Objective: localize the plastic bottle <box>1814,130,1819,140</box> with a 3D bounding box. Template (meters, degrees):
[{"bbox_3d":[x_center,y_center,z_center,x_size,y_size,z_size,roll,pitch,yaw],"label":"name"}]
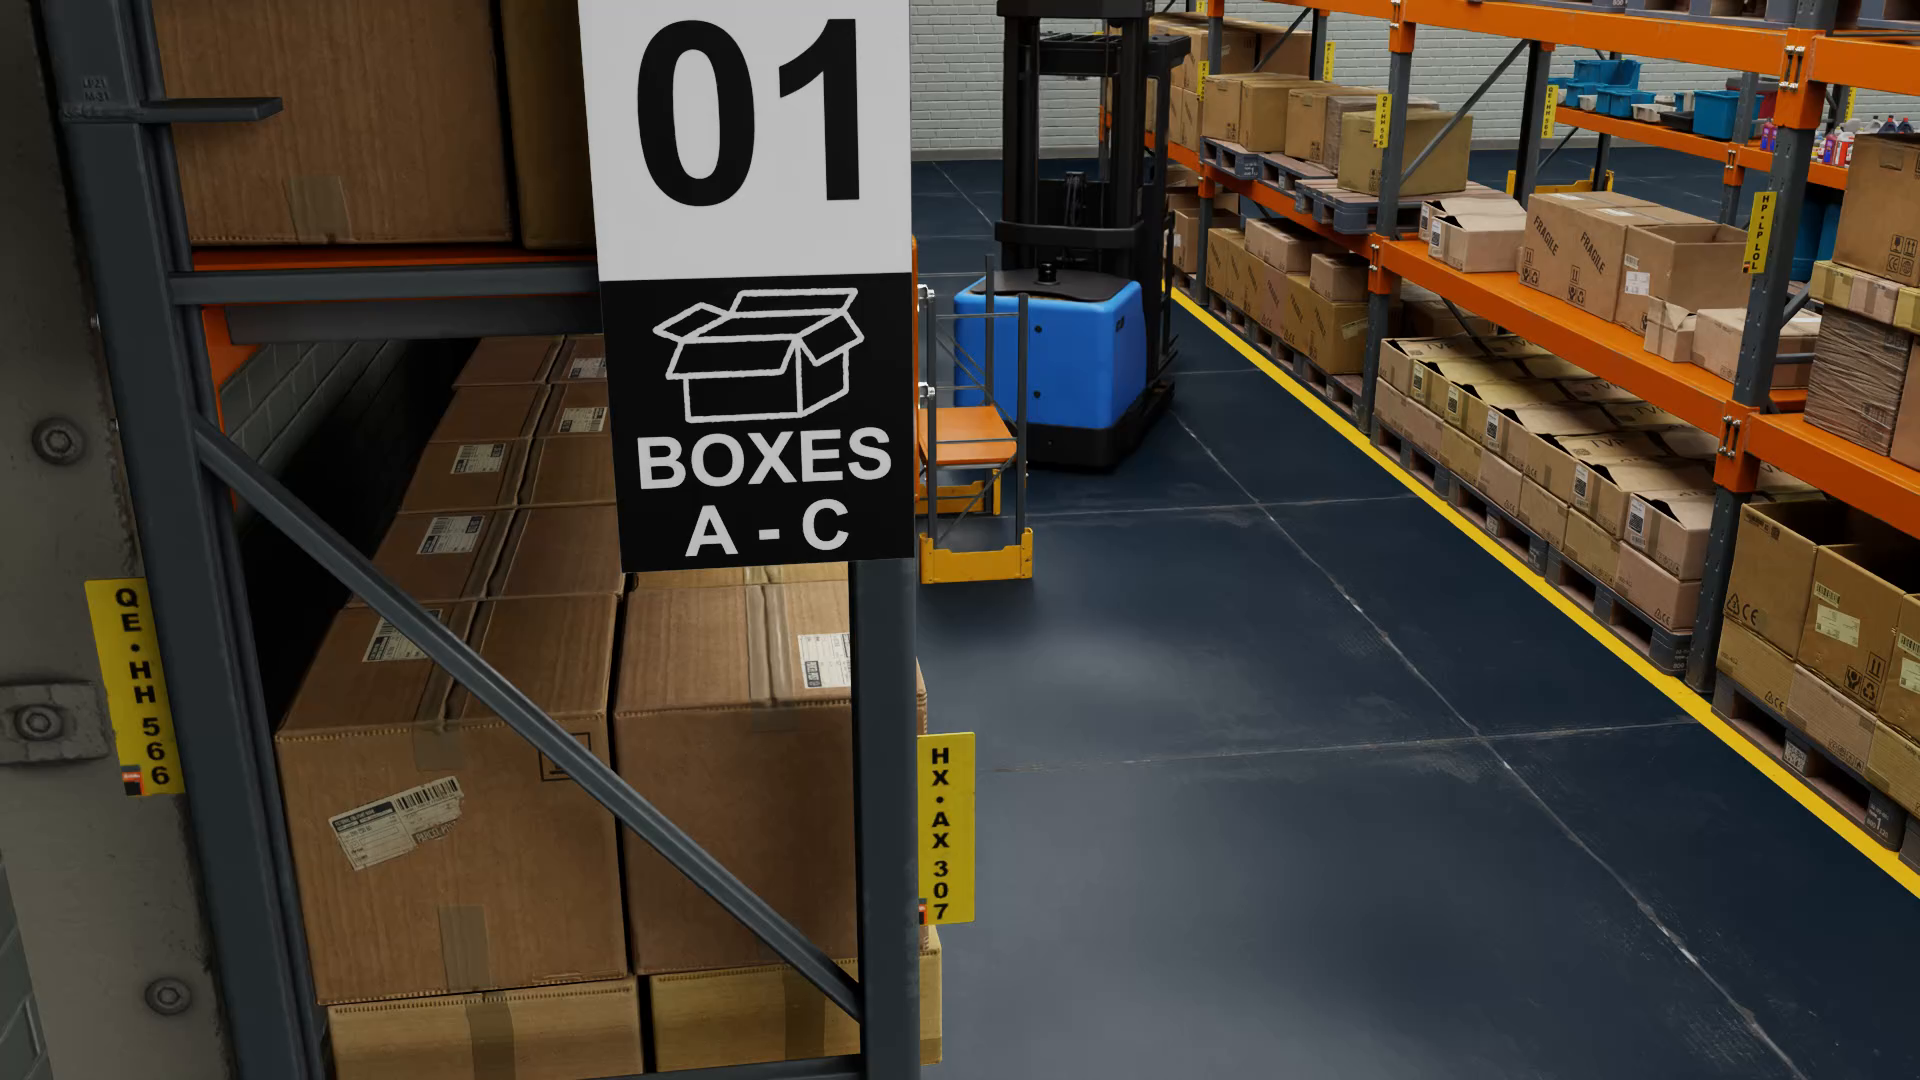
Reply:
[{"bbox_3d":[7.241,-3.373,14.145,0.097,0.271,0.097,0,20,0],"label":"plastic bottle"}]

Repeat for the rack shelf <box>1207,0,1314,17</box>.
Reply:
[{"bbox_3d":[2.319,-5.294,15.843,1.077,0.370,4.000,-3,21,-8],"label":"rack shelf"}]

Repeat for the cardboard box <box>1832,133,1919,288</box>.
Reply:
[{"bbox_3d":[3.831,-1.264,6.317,0.700,0.500,0.500,-3,21,-7],"label":"cardboard box"}]

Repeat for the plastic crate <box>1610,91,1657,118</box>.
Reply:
[{"bbox_3d":[6.876,-4.454,17.008,0.416,0.233,0.300,-3,21,-8],"label":"plastic crate"}]

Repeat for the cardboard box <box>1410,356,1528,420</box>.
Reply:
[{"bbox_3d":[3.053,-0.942,9.979,0.500,0.311,0.500,-3,21,-9],"label":"cardboard box"}]

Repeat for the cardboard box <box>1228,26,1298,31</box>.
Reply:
[{"bbox_3d":[2.743,-4.404,15.149,0.500,0.500,0.500,-4,21,-9],"label":"cardboard box"}]

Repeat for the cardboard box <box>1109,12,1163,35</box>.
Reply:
[{"bbox_3d":[1.834,-5.266,17.457,0.500,0.500,0.500,-2,21,-6],"label":"cardboard box"}]

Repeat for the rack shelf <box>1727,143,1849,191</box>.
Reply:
[{"bbox_3d":[7.798,-2.752,13.325,1.077,0.370,4.000,-3,21,-8],"label":"rack shelf"}]

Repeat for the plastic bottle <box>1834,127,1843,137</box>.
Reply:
[{"bbox_3d":[7.765,-3.555,14.733,0.097,0.201,0.097,0,20,0],"label":"plastic bottle"}]

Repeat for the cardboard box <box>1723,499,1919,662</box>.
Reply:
[{"bbox_3d":[3.517,0.153,6.776,0.500,0.500,0.500,-3,21,-8],"label":"cardboard box"}]

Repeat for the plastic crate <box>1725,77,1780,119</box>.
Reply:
[{"bbox_3d":[7.629,-4.161,15.893,0.402,0.464,0.583,-3,21,-8],"label":"plastic crate"}]

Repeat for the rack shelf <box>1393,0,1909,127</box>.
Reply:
[{"bbox_3d":[3.472,-2.524,8.427,1.077,0.370,4.000,-3,21,-8],"label":"rack shelf"}]

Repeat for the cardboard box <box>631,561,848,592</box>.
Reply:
[{"bbox_3d":[-0.397,0.231,3.426,0.500,0.500,0.500,-3,21,-8],"label":"cardboard box"}]

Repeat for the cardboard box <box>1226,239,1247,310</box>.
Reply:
[{"bbox_3d":[2.524,-2.204,13.774,0.500,0.500,0.500,-3,21,-7],"label":"cardboard box"}]

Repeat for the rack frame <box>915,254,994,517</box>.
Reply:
[{"bbox_3d":[-0.061,-0.849,9.346,0.500,1.500,0.032,-3,21,-8],"label":"rack frame"}]

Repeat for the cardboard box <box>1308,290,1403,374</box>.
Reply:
[{"bbox_3d":[2.817,-1.495,11.876,0.500,0.500,0.500,-2,21,-6],"label":"cardboard box"}]

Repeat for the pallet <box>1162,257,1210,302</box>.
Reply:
[{"bbox_3d":[2.509,-2.464,15.513,1.003,0.211,1.213,-3,21,-8],"label":"pallet"}]

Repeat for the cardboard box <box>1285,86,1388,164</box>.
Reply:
[{"bbox_3d":[2.923,-3.168,12.668,0.700,0.500,0.500,-8,22,-21],"label":"cardboard box"}]

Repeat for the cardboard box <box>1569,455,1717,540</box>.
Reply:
[{"bbox_3d":[3.337,-0.240,8.100,0.500,0.311,0.500,-2,21,-6],"label":"cardboard box"}]

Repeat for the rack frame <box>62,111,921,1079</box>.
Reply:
[{"bbox_3d":[-0.564,0.873,2.592,1.000,3.000,0.127,-3,21,-8],"label":"rack frame"}]

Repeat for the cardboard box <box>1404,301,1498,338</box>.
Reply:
[{"bbox_3d":[3.401,-1.355,11.501,0.500,0.500,0.500,-2,21,-5],"label":"cardboard box"}]

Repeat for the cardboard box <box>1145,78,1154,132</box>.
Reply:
[{"bbox_3d":[2.053,-4.272,16.225,0.500,0.500,0.500,-3,21,-7],"label":"cardboard box"}]

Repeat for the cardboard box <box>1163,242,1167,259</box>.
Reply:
[{"bbox_3d":[2.131,-2.713,15.639,0.380,0.149,0.250,-3,21,-8],"label":"cardboard box"}]

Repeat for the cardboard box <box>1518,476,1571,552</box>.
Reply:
[{"bbox_3d":[3.268,-0.153,8.668,0.500,0.250,0.500,-2,21,-7],"label":"cardboard box"}]

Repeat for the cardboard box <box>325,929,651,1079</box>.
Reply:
[{"bbox_3d":[-0.824,0.782,3.022,0.500,0.250,0.500,-3,21,-7],"label":"cardboard box"}]

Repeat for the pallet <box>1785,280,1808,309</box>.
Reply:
[{"bbox_3d":[7.579,-2.206,14.821,1.003,0.211,1.213,-3,21,-8],"label":"pallet"}]

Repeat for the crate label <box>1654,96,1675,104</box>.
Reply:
[{"bbox_3d":[7.321,-4.601,17.540,0.396,0.136,0.243,-3,21,-8],"label":"crate label"}]

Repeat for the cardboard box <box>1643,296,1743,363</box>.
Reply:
[{"bbox_3d":[3.452,-0.995,7.786,0.396,0.266,0.258,-3,21,-9],"label":"cardboard box"}]

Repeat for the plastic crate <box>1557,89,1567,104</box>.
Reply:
[{"bbox_3d":[6.607,-4.854,18.215,0.250,0.136,0.298,-3,21,-8],"label":"plastic crate"}]

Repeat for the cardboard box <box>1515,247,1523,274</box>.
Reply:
[{"bbox_3d":[3.423,-1.592,9.549,0.380,0.149,0.250,-1,21,-4],"label":"cardboard box"}]

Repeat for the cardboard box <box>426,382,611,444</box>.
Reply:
[{"bbox_3d":[-1.057,-0.098,4.305,0.500,0.500,0.500,-3,21,-7],"label":"cardboard box"}]

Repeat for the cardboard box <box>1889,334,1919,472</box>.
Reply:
[{"bbox_3d":[3.913,-0.474,6.056,0.700,0.500,0.500,-3,21,-8],"label":"cardboard box"}]

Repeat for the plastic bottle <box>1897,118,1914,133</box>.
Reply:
[{"bbox_3d":[7.992,-3.393,14.083,0.144,0.351,0.185,-3,21,-8],"label":"plastic bottle"}]

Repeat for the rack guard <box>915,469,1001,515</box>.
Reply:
[{"bbox_3d":[-0.061,-0.263,9.563,0.587,0.250,0.087,-3,21,-8],"label":"rack guard"}]

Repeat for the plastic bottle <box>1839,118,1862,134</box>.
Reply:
[{"bbox_3d":[7.886,-3.603,14.754,0.152,0.276,0.135,-3,21,-8],"label":"plastic bottle"}]

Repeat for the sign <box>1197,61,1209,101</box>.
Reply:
[{"bbox_3d":[2.071,-3.908,14.156,0.100,0.325,0.005,-3,21,-8],"label":"sign"}]

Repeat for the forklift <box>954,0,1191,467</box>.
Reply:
[{"bbox_3d":[0.890,-2.305,11.200,1.130,2.935,3.031,7,21,17],"label":"forklift"}]

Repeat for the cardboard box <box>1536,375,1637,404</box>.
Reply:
[{"bbox_3d":[3.654,-0.796,9.588,0.500,0.311,0.500,-3,21,-8],"label":"cardboard box"}]

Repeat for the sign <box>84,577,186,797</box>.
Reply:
[{"bbox_3d":[-1.116,0.204,2.277,0.100,0.325,0.005,-3,21,-8],"label":"sign"}]

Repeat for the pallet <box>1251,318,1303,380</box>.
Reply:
[{"bbox_3d":[2.941,-1.524,12.994,1.003,0.211,1.213,-3,21,-8],"label":"pallet"}]

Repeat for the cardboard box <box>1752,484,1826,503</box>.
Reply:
[{"bbox_3d":[3.947,-0.090,7.698,0.500,0.311,0.500,-3,21,-8],"label":"cardboard box"}]

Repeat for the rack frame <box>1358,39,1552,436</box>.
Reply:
[{"bbox_3d":[3.184,-2.148,10.680,1.000,3.000,0.127,-3,21,-8],"label":"rack frame"}]

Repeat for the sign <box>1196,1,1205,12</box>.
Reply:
[{"bbox_3d":[2.583,-5.629,17.895,0.100,0.325,0.005,-3,21,-8],"label":"sign"}]

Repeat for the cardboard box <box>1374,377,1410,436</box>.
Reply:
[{"bbox_3d":[2.969,-0.860,10.563,0.500,0.250,0.500,-3,21,-8],"label":"cardboard box"}]

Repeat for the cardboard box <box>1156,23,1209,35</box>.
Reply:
[{"bbox_3d":[2.129,-4.562,15.571,0.500,0.500,0.500,-3,21,-7],"label":"cardboard box"}]

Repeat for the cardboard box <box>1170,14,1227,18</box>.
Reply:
[{"bbox_3d":[2.441,-5.118,17.060,0.500,0.500,0.500,-2,21,-6],"label":"cardboard box"}]

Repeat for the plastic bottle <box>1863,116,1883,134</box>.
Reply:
[{"bbox_3d":[7.823,-3.449,14.235,0.144,0.351,0.185,-3,21,-8],"label":"plastic bottle"}]

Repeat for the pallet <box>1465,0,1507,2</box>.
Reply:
[{"bbox_3d":[3.370,-3.234,9.571,1.213,0.211,1.003,-2,21,-5],"label":"pallet"}]

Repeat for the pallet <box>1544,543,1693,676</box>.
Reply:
[{"bbox_3d":[3.616,0.290,8.138,1.003,0.211,1.213,-3,21,-8],"label":"pallet"}]

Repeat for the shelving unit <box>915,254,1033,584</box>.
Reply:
[{"bbox_3d":[0.011,-0.676,8.883,0.587,1.500,1.083,-3,21,-8],"label":"shelving unit"}]
